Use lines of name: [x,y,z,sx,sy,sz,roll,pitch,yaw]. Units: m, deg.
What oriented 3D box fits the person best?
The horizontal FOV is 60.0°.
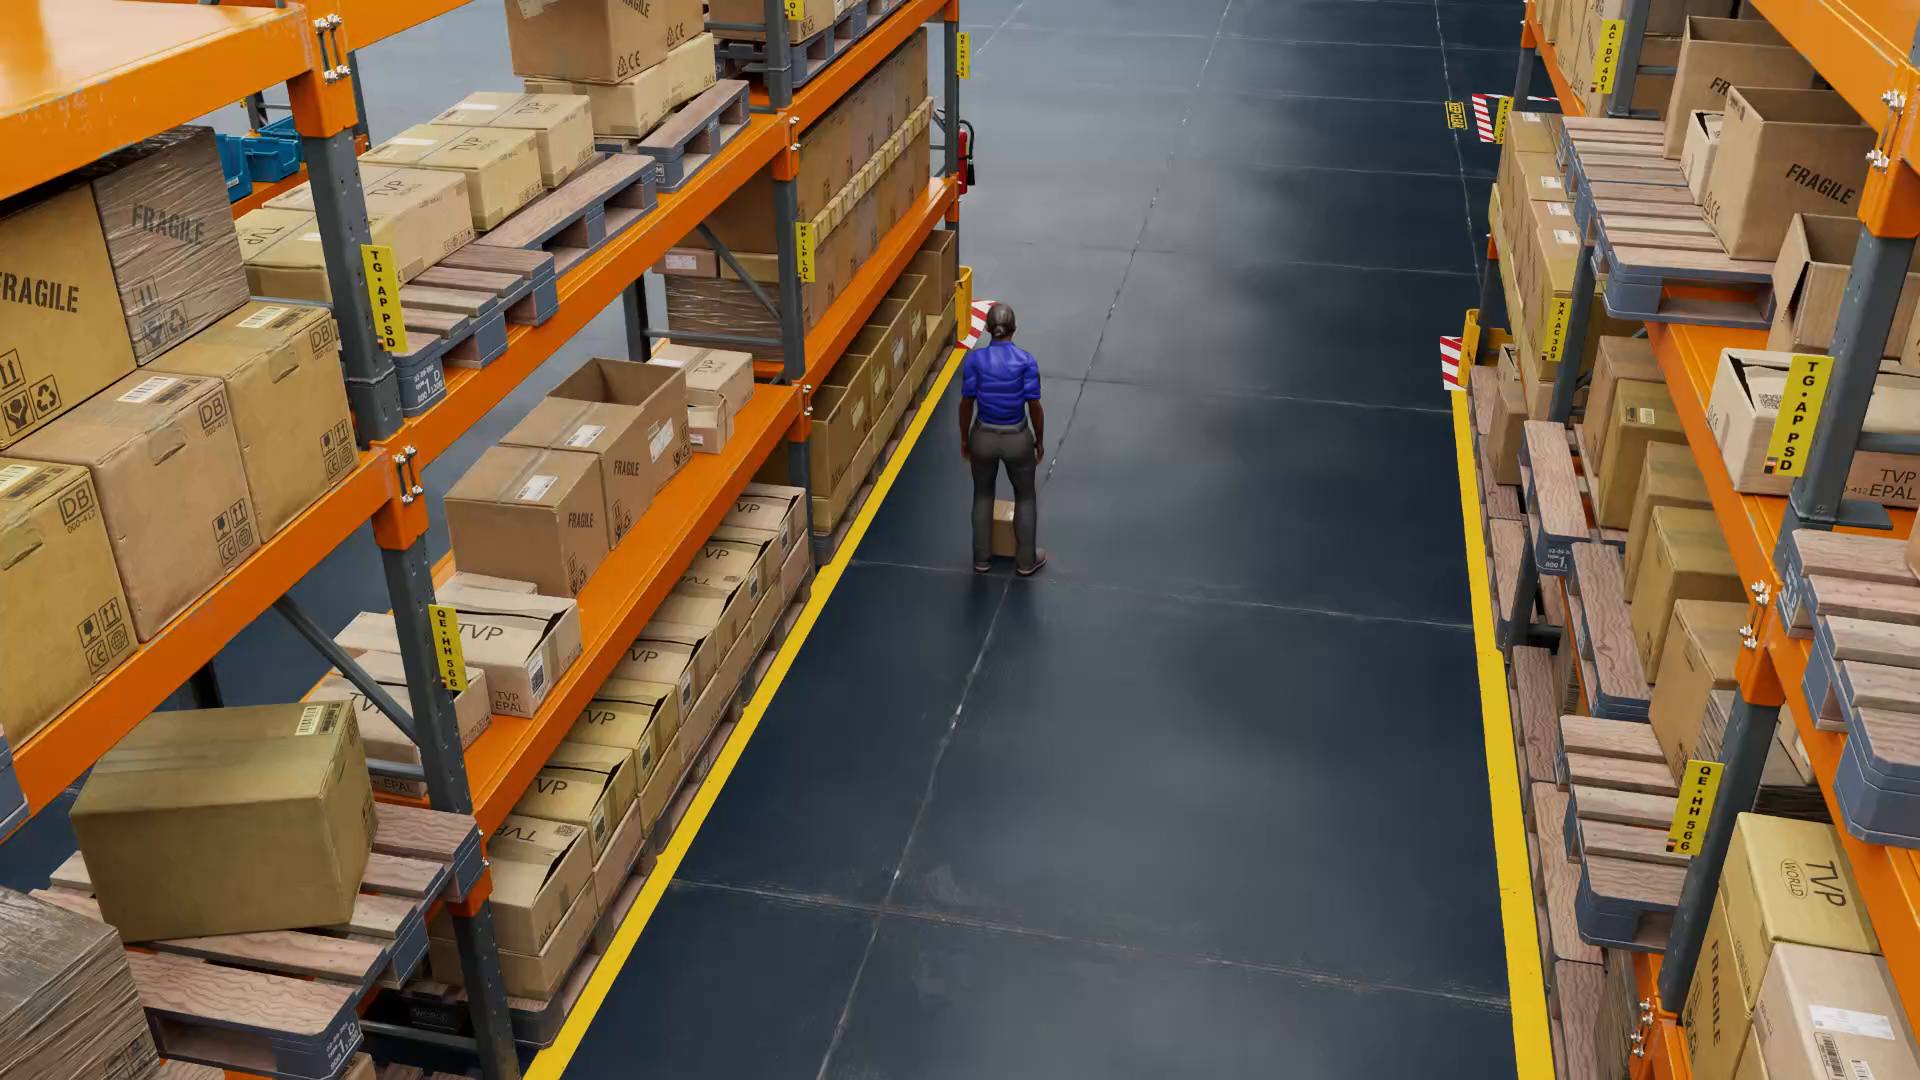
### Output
person: [0.255,-0.563,9.650,0.520,1.638,0.349,5,29,8]
